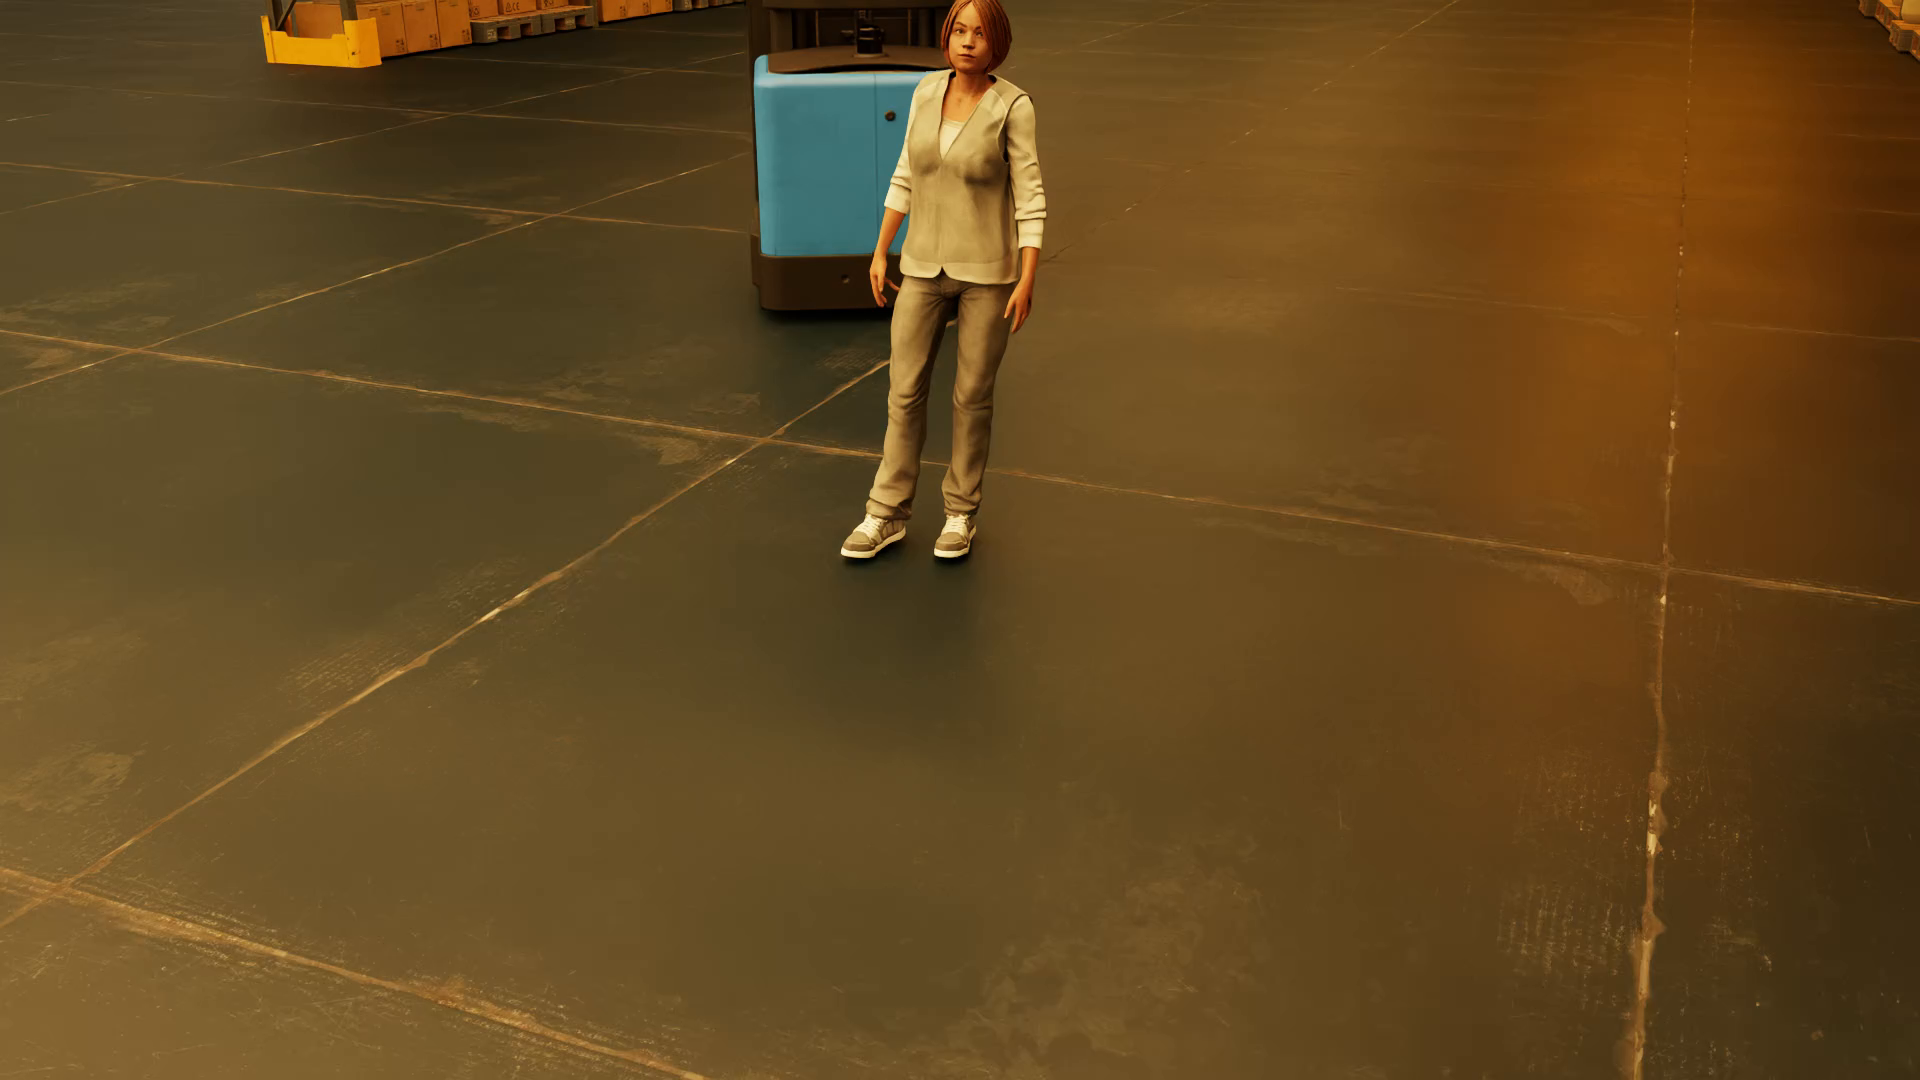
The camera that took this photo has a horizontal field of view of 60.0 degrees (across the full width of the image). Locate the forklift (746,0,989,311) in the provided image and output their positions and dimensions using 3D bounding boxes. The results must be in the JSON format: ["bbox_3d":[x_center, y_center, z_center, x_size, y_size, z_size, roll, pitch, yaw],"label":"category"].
[{"bbox_3d":[-0.518,-2.892,8.212,1.130,2.935,3.031,-2,23,-6],"label":"forklift"}]

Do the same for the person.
[{"bbox_3d":[-0.041,-0.720,4.725,0.520,1.597,0.475,9,24,21],"label":"person"}]
